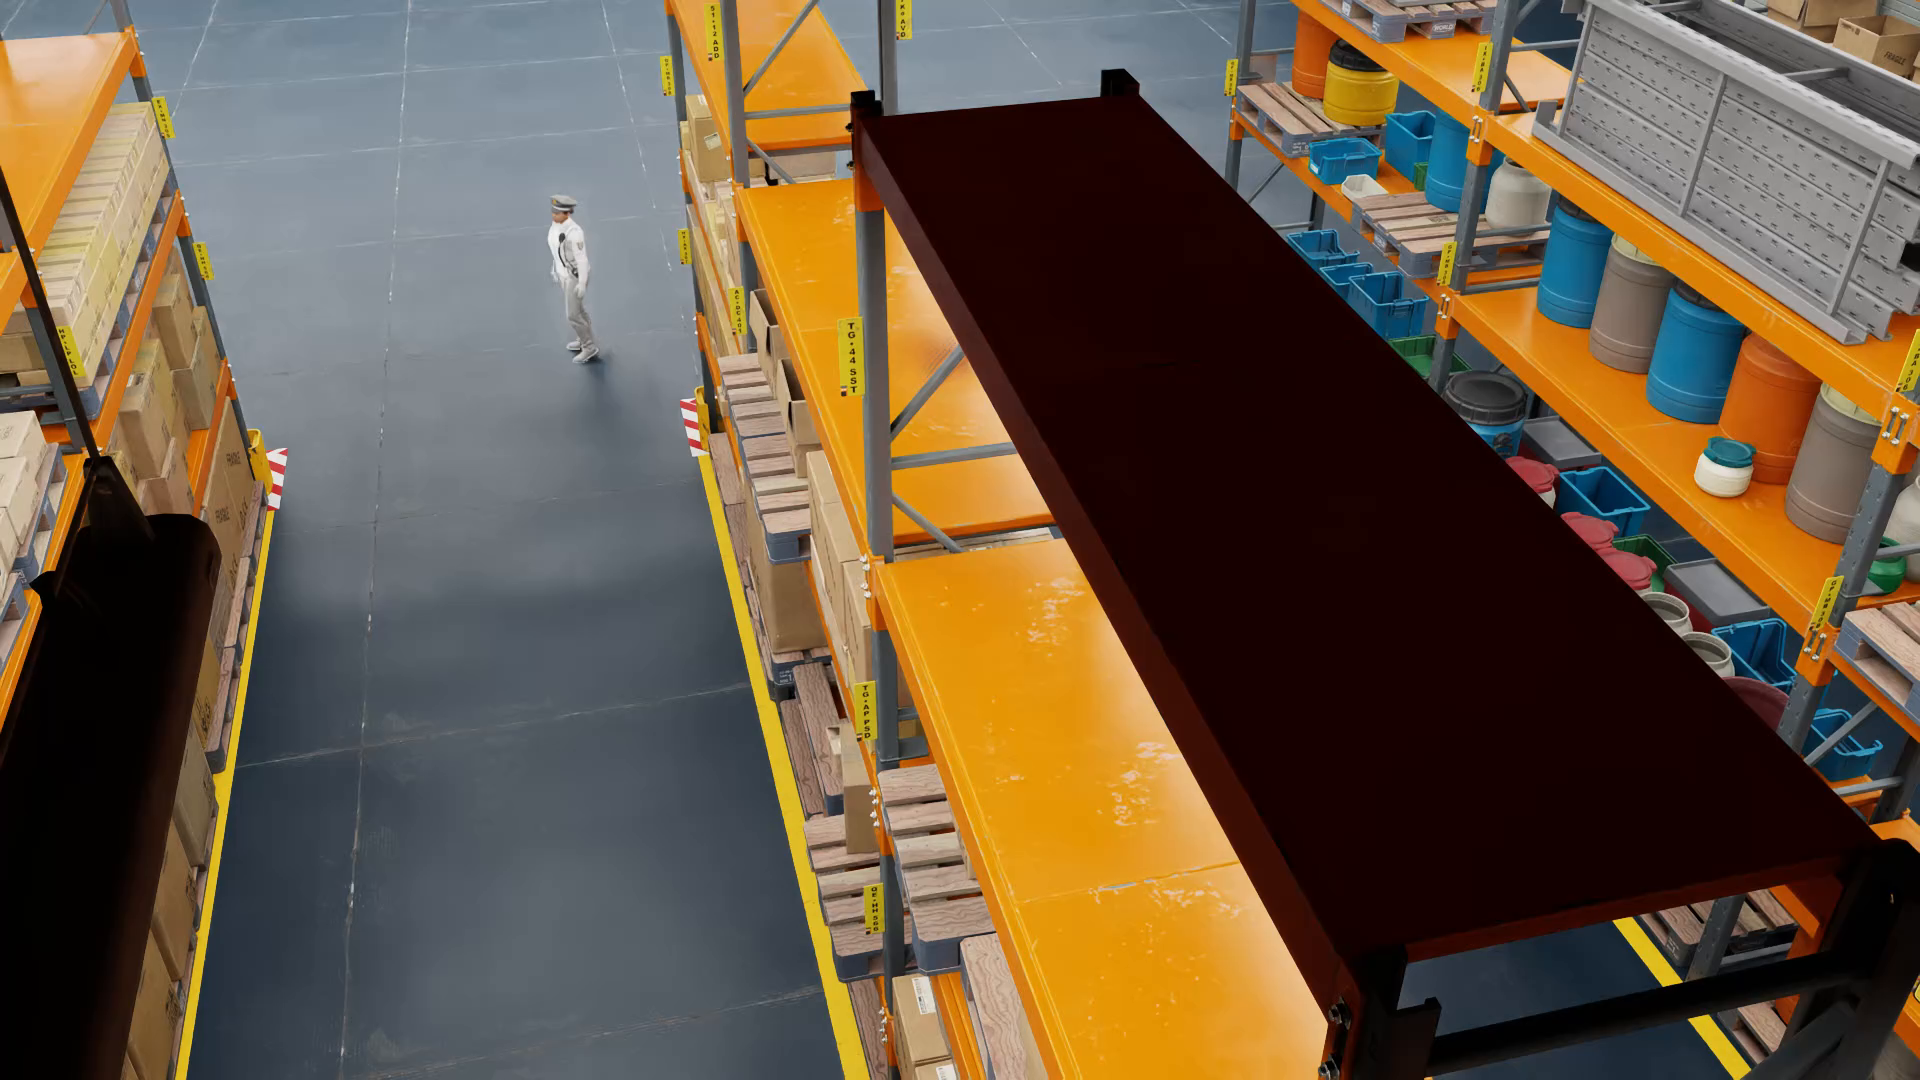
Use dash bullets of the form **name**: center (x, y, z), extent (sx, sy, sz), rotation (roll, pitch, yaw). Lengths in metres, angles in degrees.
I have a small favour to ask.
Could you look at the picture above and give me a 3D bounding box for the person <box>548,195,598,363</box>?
- **person**: center (-3.864, -2.625, 16.480), extent (0.355, 1.708, 0.569), rotation (-20, 39, -27)
